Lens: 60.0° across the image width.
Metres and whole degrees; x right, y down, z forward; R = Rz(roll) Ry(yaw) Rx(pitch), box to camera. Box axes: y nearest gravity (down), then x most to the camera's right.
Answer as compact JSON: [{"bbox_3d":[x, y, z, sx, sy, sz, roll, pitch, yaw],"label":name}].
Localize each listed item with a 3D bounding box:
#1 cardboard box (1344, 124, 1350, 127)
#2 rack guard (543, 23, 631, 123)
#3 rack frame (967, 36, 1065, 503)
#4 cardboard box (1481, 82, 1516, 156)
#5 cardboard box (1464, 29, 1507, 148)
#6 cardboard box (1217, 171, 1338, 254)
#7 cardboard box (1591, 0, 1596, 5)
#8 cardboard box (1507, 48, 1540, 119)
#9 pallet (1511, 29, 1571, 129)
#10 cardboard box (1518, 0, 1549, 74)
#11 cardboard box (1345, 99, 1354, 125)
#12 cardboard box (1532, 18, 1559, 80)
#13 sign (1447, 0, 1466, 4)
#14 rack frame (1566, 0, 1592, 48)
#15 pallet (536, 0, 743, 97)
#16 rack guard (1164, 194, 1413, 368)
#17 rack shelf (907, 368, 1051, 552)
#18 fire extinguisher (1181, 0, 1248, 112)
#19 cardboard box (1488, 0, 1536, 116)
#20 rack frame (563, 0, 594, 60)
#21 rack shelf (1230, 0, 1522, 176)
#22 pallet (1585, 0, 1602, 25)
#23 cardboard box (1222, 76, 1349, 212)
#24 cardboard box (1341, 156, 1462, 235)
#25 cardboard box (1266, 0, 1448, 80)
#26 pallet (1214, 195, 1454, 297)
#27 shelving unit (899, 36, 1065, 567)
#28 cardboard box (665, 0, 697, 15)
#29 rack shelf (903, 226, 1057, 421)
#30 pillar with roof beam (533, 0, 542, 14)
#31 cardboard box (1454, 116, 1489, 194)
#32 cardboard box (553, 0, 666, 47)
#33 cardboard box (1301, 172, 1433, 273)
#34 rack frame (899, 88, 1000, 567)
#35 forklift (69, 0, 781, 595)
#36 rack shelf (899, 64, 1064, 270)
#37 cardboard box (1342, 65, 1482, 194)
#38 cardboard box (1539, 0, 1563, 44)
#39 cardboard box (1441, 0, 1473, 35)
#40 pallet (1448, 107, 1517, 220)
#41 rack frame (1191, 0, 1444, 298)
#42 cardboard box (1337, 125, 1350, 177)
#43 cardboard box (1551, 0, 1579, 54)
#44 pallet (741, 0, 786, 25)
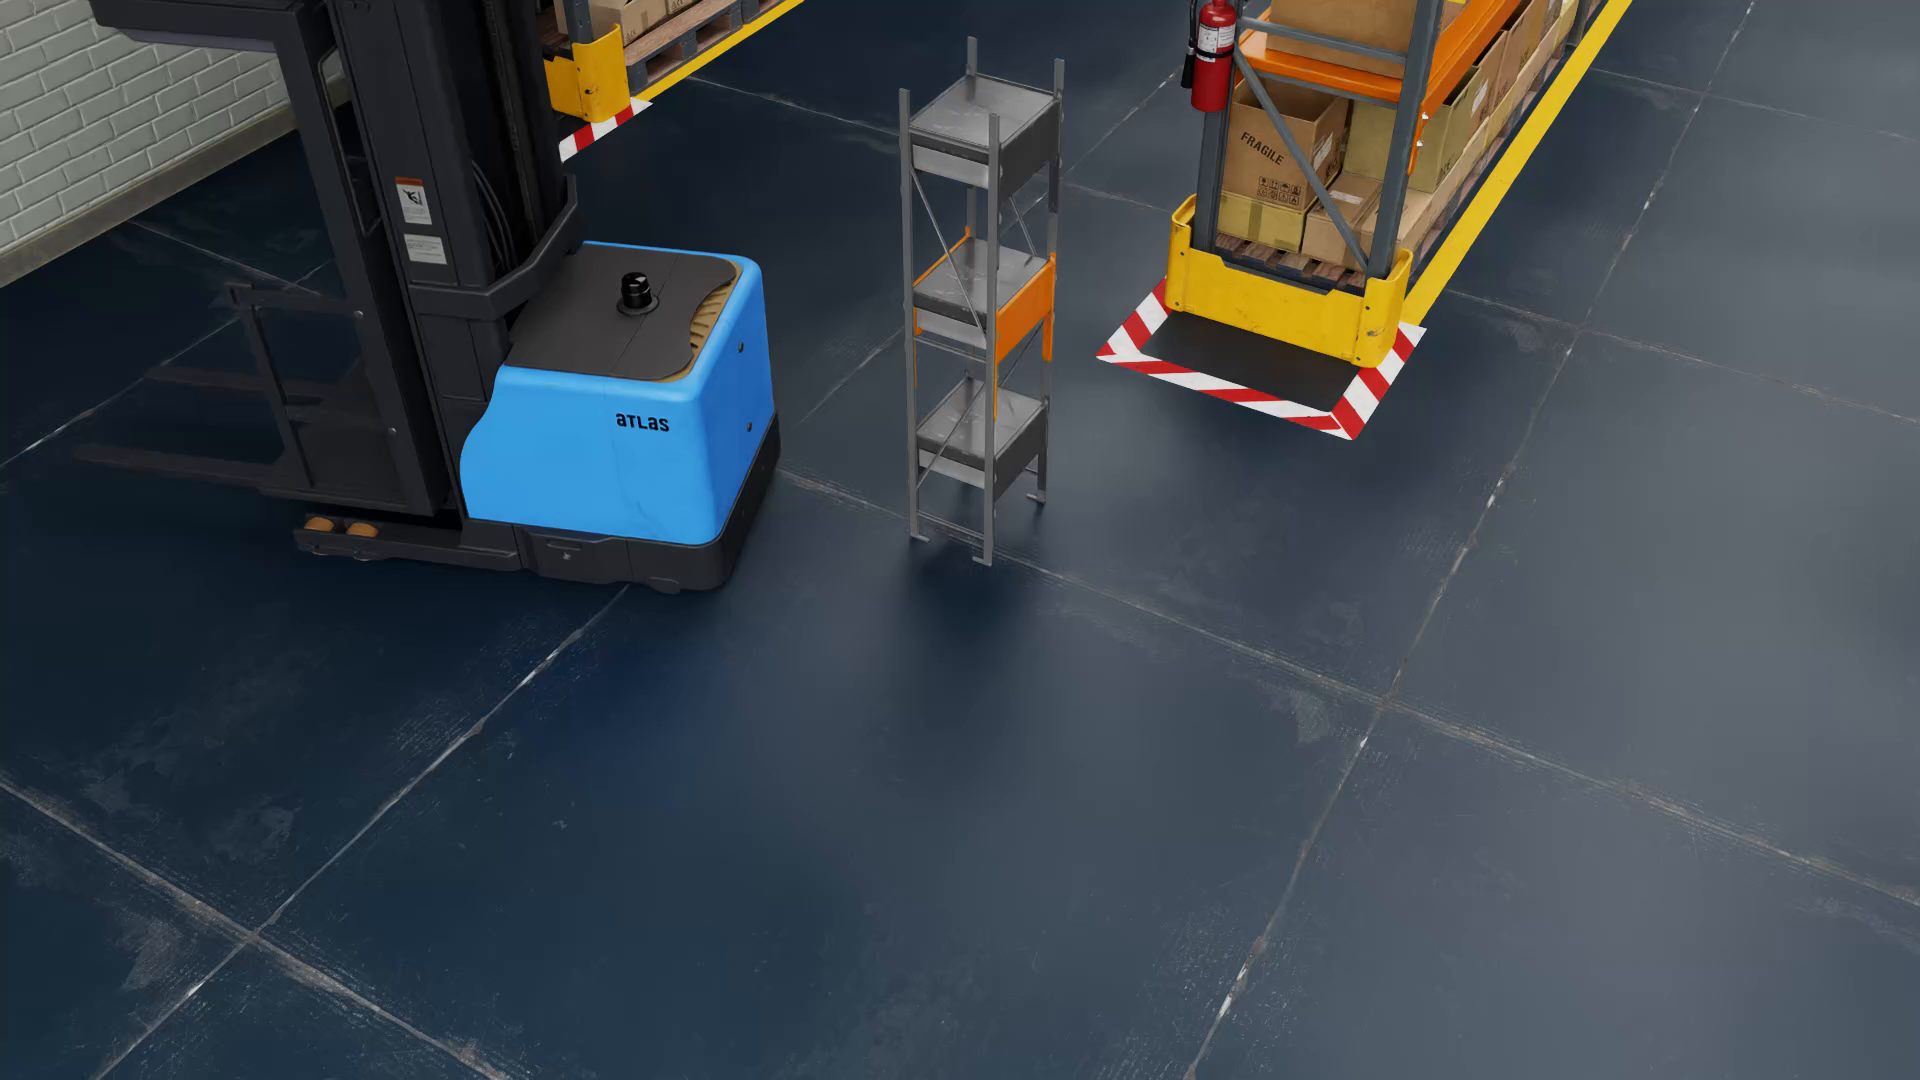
[{"bbox_3d":[2.142,-2.371,9.435,0.500,0.250,0.500,21,45,22],"label":"cardboard box"},{"bbox_3d":[-2.612,-3.005,10.285,1.175,0.500,0.348,21,45,22],"label":"rack guard"},{"bbox_3d":[0.205,-1.022,6.822,0.400,2.100,0.015,21,45,22],"label":"rack frame"},{"bbox_3d":[2.854,-2.481,9.560,0.500,0.250,0.500,21,45,22],"label":"cardboard box"},{"bbox_3d":[2.589,-2.481,8.994,0.500,0.500,0.500,21,45,22],"label":"cardboard box"},{"bbox_3d":[1.653,-1.794,8.781,0.500,0.250,0.500,21,45,22],"label":"cardboard box"},{"bbox_3d":[4.059,-3.827,11.089,0.500,0.250,0.500,20,45,21],"label":"cardboard box"},{"bbox_3d":[3.103,-2.767,9.885,0.500,0.250,0.500,21,45,22],"label":"cardboard box"},{"bbox_3d":[3.208,-3.065,10.571,1.003,0.211,1.213,21,45,22],"label":"pallet"},{"bbox_3d":[3.092,-3.053,9.642,0.500,0.500,0.500,21,45,22],"label":"cardboard box"},{"bbox_3d":[2.139,-2.653,9.189,0.500,0.500,0.500,21,45,22],"label":"cardboard box"},{"bbox_3d":[3.341,-3.058,10.216,0.500,0.250,0.500,21,45,22],"label":"cardboard box"},{"bbox_3d":[2.118,-2.432,7.027,0.100,0.325,0.005,21,45,22],"label":"sign"},{"bbox_3d":[3.642,-4.553,10.150,1.000,3.000,0.127,21,45,22],"label":"rack frame"},{"bbox_3d":[-2.175,-3.350,10.895,1.003,0.211,1.213,21,45,22],"label":"pallet"},{"bbox_3d":[1.629,-1.312,8.362,1.175,0.500,0.348,21,45,22],"label":"rack guard"},{"bbox_3d":[0.083,-0.347,7.135,0.431,0.518,0.480,21,45,22],"label":"rack shelf"},{"bbox_3d":[1.179,-2.321,7.674,0.296,0.674,0.183,21,45,22],"label":"fire extinguisher"},{"bbox_3d":[2.855,-2.762,9.312,0.500,0.500,0.500,21,45,22],"label":"cardboard box"},{"bbox_3d":[-2.650,-3.900,9.409,1.000,3.000,0.127,21,45,22],"label":"rack frame"},{"bbox_3d":[2.642,-3.138,9.088,1.077,0.370,4.000,21,45,22],"label":"rack shelf"},{"bbox_3d":[3.977,-3.941,11.565,1.003,0.211,1.213,21,45,22],"label":"pallet"},{"bbox_3d":[1.651,-2.076,8.534,0.500,0.500,0.500,21,45,22],"label":"cardboard box"},{"bbox_3d":[2.349,-1.910,8.912,0.500,0.250,0.500,21,45,22],"label":"cardboard box"},{"bbox_3d":[1.885,-2.564,7.817,0.700,0.500,0.500,21,45,22],"label":"cardboard box"},{"bbox_3d":[1.987,-1.669,8.985,1.003,0.211,1.213,21,45,22],"label":"pallet"},{"bbox_3d":[0.083,-0.883,6.664,0.431,2.100,0.503,21,45,22],"label":"shelving unit"},{"bbox_3d":[-1.941,-3.748,10.939,0.500,0.311,0.500,25,47,25],"label":"cardboard box"},{"bbox_3d":[0.083,-0.872,6.673,0.431,0.518,0.480,21,45,22],"label":"rack shelf"},{"bbox_3d":[0.679,-5.414,6.589,9.100,9.000,0.400,21,45,22],"label":"pillar with roof beam"},{"bbox_3d":[2.599,-2.196,9.237,0.500,0.250,0.500,21,45,22],"label":"cardboard box"},{"bbox_3d":[-2.226,-3.422,10.568,0.500,0.311,0.500,16,44,17],"label":"cardboard box"},{"bbox_3d":[2.102,-1.623,8.586,0.500,0.250,0.500,21,45,22],"label":"cardboard box"},{"bbox_3d":[-0.039,-0.743,6.505,0.400,2.100,0.015,21,45,22],"label":"rack frame"},{"bbox_3d":[-2.385,-1.345,6.560,3.031,2.935,1.130,7,42,8],"label":"forklift"},{"bbox_3d":[0.083,-1.398,6.210,0.431,0.518,0.480,21,45,22],"label":"rack shelf"},{"bbox_3d":[2.350,-2.191,8.664,0.500,0.500,0.500,21,45,22],"label":"cardboard box"},{"bbox_3d":[3.339,-3.340,9.968,0.500,0.500,0.500,21,45,22],"label":"cardboard box"},{"bbox_3d":[2.144,-2.866,8.160,0.700,0.500,0.500,22,46,23],"label":"cardboard box"},{"bbox_3d":[2.599,-2.364,9.775,1.003,0.211,1.213,21,45,22],"label":"pallet"},{"bbox_3d":[1.641,-2.264,7.551,1.000,3.000,0.127,21,45,22],"label":"rack frame"},{"bbox_3d":[1.893,-2.084,9.110,0.500,0.250,0.500,21,45,22],"label":"cardboard box"},{"bbox_3d":[3.600,-3.341,10.537,0.500,0.250,0.500,21,45,22],"label":"cardboard box"},{"bbox_3d":[-1.563,-4.046,11.684,1.003,0.211,1.213,21,45,22],"label":"pallet"}]
